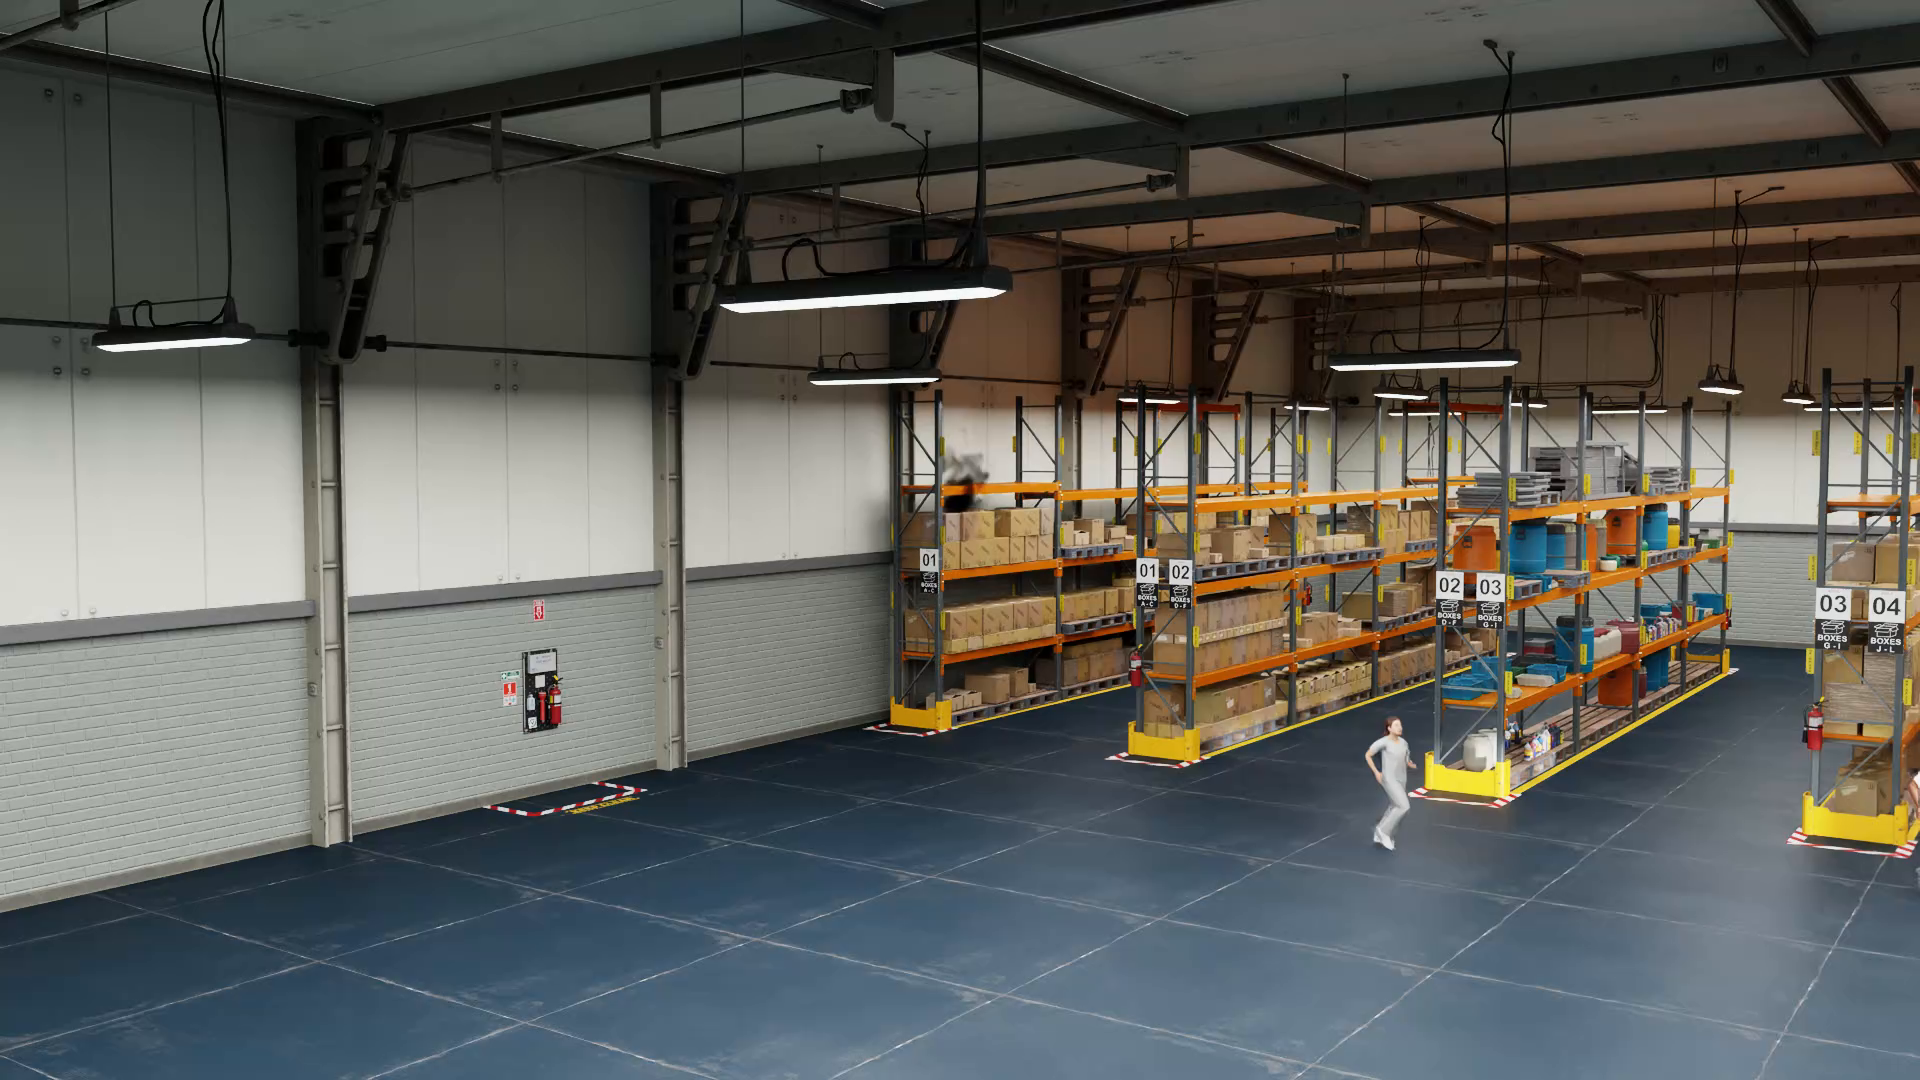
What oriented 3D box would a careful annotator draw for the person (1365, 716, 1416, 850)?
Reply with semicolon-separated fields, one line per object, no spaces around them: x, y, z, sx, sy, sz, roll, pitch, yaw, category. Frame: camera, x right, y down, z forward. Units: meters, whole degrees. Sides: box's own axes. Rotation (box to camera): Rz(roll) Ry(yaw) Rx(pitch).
5.378;3.002;20.582;0.538;1.641;0.653;-2;4;-36;person

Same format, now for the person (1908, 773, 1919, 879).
10.923;3.096;18.324;0.665;1.769;0.775;-1;3;-17;person
